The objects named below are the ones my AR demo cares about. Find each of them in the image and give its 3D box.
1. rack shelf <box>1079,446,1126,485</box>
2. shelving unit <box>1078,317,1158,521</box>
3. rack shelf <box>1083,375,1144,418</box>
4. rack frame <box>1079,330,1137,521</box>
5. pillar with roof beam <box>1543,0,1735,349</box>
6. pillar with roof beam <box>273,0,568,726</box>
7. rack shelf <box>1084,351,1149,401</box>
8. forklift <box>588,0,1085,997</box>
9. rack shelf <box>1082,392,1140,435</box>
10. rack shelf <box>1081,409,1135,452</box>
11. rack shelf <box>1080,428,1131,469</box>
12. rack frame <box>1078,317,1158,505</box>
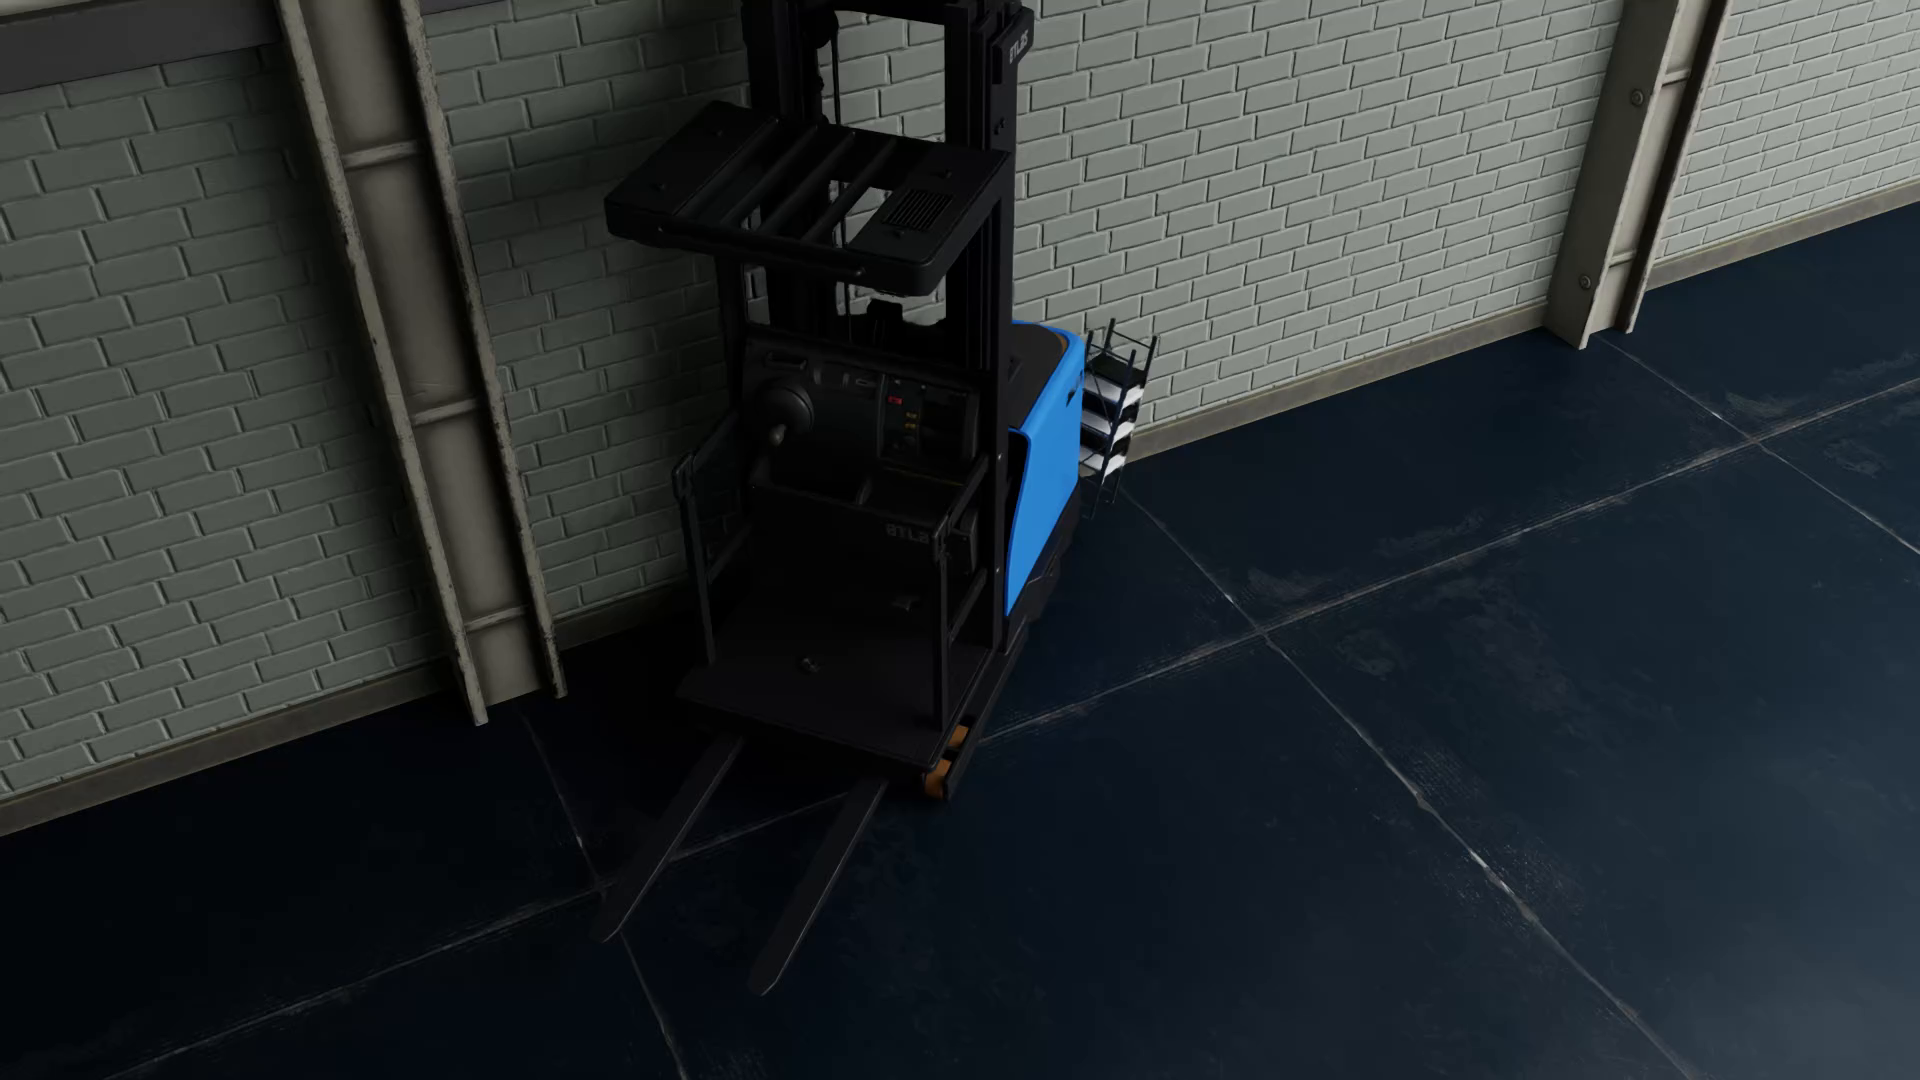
[{"bbox_3d":[0.615,-0.374,7.772,0.258,0.077,0.200,27,36,22],"label":"rack shelf"},{"bbox_3d":[0.653,-0.549,7.657,0.258,0.900,0.210,27,36,22],"label":"shelving unit"},{"bbox_3d":[0.678,-0.670,7.577,0.258,0.077,0.200,27,36,22],"label":"rack shelf"},{"bbox_3d":[0.597,-0.511,7.581,0.240,0.900,0.006,27,36,22],"label":"rack frame"},{"bbox_3d":[5.422,-2.138,3.300,0.400,9.000,9.100,-19,44,-21],"label":"pillar with roof beam"},{"bbox_3d":[0.100,-0.348,1.185,0.400,9.000,9.100,-19,44,-21],"label":"pillar with roof beam"},{"bbox_3d":[0.694,-0.744,7.529,0.258,0.077,0.200,27,36,22],"label":"rack shelf"},{"bbox_3d":[-0.443,-0.407,5.951,1.130,2.935,3.031,14,42,16],"label":"forklift"},{"bbox_3d":[0.662,-0.596,7.626,0.258,0.077,0.200,27,36,22],"label":"rack shelf"},{"bbox_3d":[0.647,-0.522,7.675,0.258,0.077,0.200,27,36,22],"label":"rack shelf"},{"bbox_3d":[0.631,-0.448,7.724,0.258,0.077,0.200,27,36,22],"label":"rack shelf"},{"bbox_3d":[0.708,-0.588,7.733,0.240,0.900,0.006,27,36,22],"label":"rack frame"}]
